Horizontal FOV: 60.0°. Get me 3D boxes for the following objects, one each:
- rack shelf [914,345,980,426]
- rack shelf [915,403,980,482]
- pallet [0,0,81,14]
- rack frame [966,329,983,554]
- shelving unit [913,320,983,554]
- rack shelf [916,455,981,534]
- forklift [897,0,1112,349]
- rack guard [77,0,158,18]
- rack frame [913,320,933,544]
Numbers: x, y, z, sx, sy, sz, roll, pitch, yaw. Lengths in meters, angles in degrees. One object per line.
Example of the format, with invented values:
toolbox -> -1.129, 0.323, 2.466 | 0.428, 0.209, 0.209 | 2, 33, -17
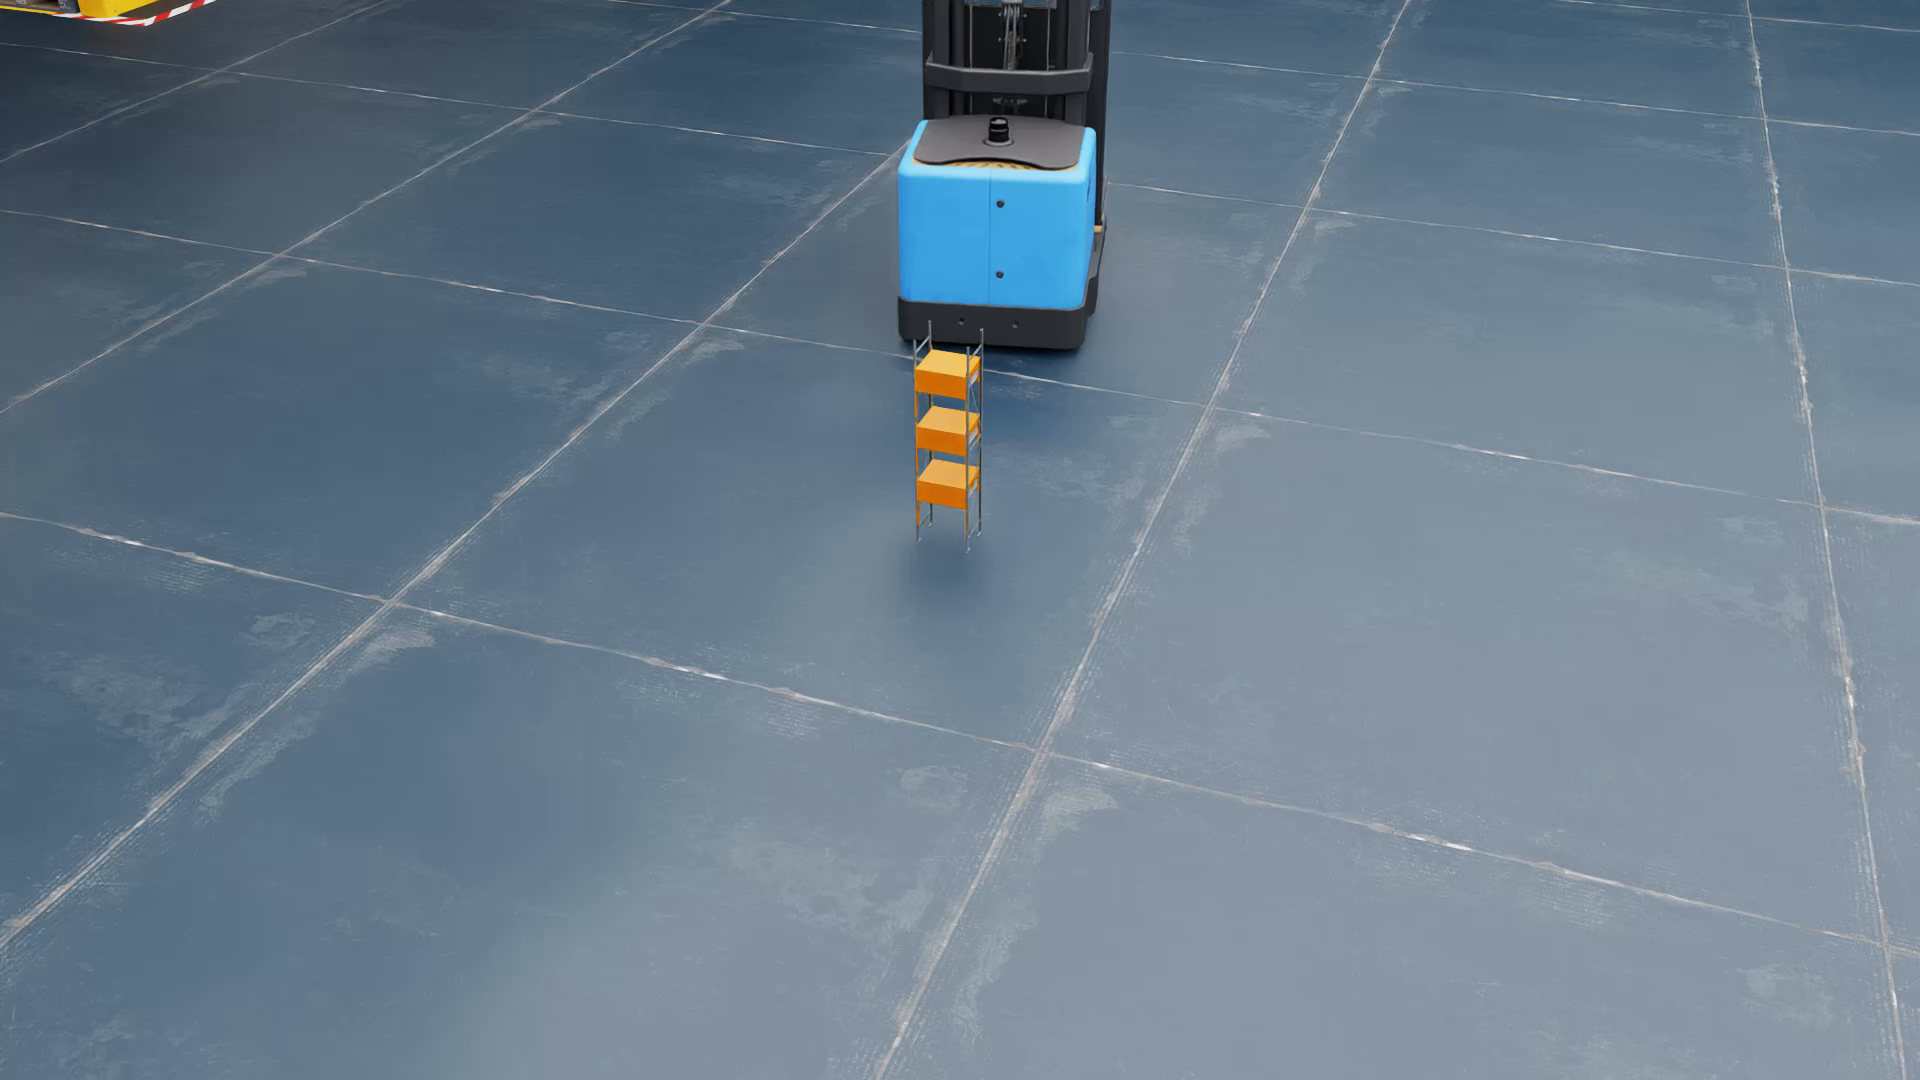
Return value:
rack shelf -> -0.050, -0.680, 7.332 | 0.240, 0.259, 0.215 | 11, 34, 16
rack shelf -> -0.050, -0.442, 7.486 | 0.240, 0.259, 0.215 | 11, 34, 16
pallet -> -8.482, -5.252, 15.689 | 1.213, 0.211, 1.003 | 11, 34, 16
rack frame -> 0.064, -0.429, 7.446 | 0.008, 1.050, 0.200 | 11, 34, 16
shelving unit -> -0.050, -0.451, 7.480 | 0.252, 1.050, 0.215 | 11, 34, 16
rack shelf -> -0.050, -0.208, 7.637 | 0.240, 0.259, 0.215 | 11, 34, 16
forklift -> 0.357, -3.077, 9.814 | 1.130, 2.935, 3.031 | 4, 33, 6
rack guard -> -7.681, -5.262, 15.439 | 0.348, 0.500, 1.175 | 11, 34, 16
rack frame -> -0.165, -0.473, 7.515 | 0.008, 1.050, 0.200 | 11, 34, 16
